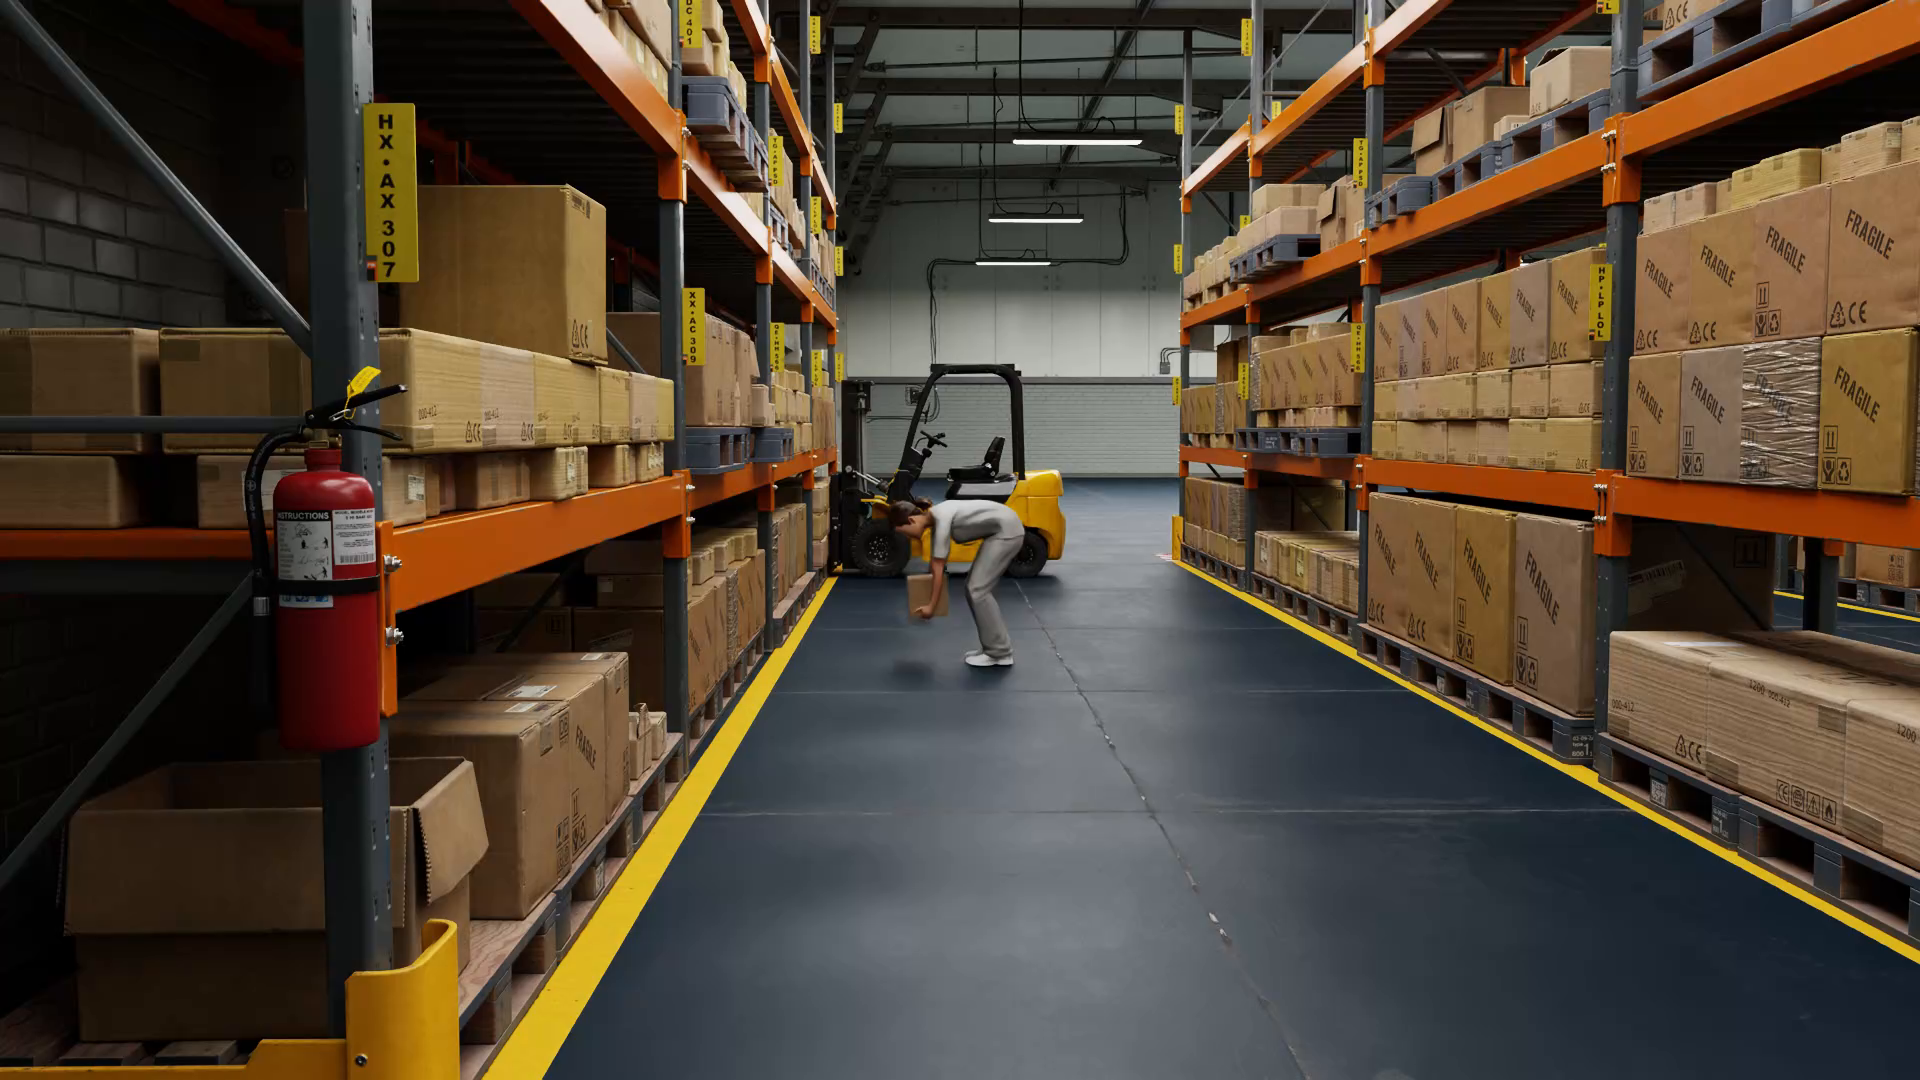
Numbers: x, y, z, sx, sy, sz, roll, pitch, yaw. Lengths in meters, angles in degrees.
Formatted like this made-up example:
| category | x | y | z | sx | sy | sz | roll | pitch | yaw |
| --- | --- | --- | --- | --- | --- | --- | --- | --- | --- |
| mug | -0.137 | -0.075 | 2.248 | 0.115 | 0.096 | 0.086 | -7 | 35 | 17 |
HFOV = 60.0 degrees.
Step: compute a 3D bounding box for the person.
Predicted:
| category | x | y | z | sx | sy | sz | roll | pitch | yaw |
| --- | --- | --- | --- | --- | --- | --- | --- | --- | --- |
| person | -0.023 | 0.259 | 10.614 | 0.871 | 1.074 | 0.431 | 0 | 4 | -3 |
